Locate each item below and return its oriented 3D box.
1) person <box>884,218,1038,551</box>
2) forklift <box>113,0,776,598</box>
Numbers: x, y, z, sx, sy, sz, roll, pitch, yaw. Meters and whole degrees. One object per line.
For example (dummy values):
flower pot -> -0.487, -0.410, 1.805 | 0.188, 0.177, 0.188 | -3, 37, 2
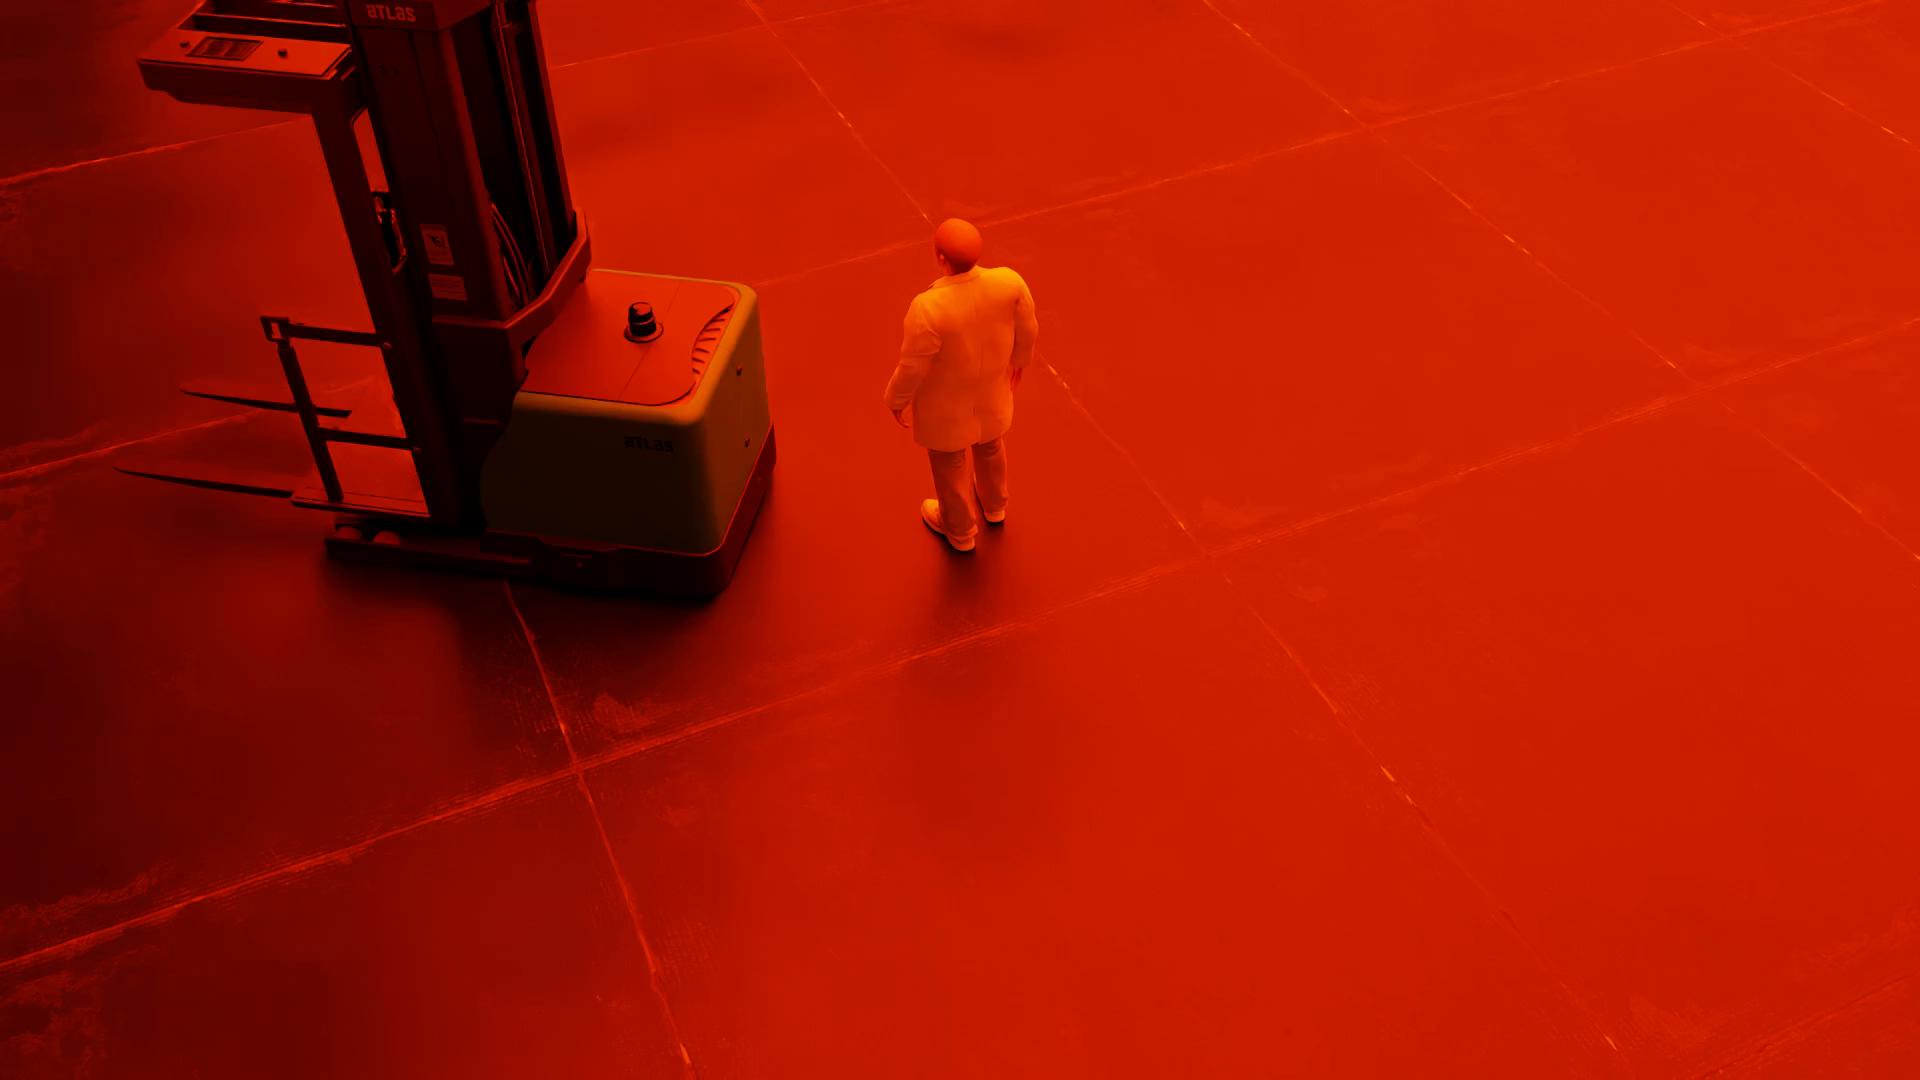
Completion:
person -> -0.033, -0.713, 7.278 | 0.696, 1.776, 0.581 | -18, 46, -18
forklift -> -2.465, -1.296, 7.069 | 3.031, 2.935, 1.130 | 7, 43, 7
